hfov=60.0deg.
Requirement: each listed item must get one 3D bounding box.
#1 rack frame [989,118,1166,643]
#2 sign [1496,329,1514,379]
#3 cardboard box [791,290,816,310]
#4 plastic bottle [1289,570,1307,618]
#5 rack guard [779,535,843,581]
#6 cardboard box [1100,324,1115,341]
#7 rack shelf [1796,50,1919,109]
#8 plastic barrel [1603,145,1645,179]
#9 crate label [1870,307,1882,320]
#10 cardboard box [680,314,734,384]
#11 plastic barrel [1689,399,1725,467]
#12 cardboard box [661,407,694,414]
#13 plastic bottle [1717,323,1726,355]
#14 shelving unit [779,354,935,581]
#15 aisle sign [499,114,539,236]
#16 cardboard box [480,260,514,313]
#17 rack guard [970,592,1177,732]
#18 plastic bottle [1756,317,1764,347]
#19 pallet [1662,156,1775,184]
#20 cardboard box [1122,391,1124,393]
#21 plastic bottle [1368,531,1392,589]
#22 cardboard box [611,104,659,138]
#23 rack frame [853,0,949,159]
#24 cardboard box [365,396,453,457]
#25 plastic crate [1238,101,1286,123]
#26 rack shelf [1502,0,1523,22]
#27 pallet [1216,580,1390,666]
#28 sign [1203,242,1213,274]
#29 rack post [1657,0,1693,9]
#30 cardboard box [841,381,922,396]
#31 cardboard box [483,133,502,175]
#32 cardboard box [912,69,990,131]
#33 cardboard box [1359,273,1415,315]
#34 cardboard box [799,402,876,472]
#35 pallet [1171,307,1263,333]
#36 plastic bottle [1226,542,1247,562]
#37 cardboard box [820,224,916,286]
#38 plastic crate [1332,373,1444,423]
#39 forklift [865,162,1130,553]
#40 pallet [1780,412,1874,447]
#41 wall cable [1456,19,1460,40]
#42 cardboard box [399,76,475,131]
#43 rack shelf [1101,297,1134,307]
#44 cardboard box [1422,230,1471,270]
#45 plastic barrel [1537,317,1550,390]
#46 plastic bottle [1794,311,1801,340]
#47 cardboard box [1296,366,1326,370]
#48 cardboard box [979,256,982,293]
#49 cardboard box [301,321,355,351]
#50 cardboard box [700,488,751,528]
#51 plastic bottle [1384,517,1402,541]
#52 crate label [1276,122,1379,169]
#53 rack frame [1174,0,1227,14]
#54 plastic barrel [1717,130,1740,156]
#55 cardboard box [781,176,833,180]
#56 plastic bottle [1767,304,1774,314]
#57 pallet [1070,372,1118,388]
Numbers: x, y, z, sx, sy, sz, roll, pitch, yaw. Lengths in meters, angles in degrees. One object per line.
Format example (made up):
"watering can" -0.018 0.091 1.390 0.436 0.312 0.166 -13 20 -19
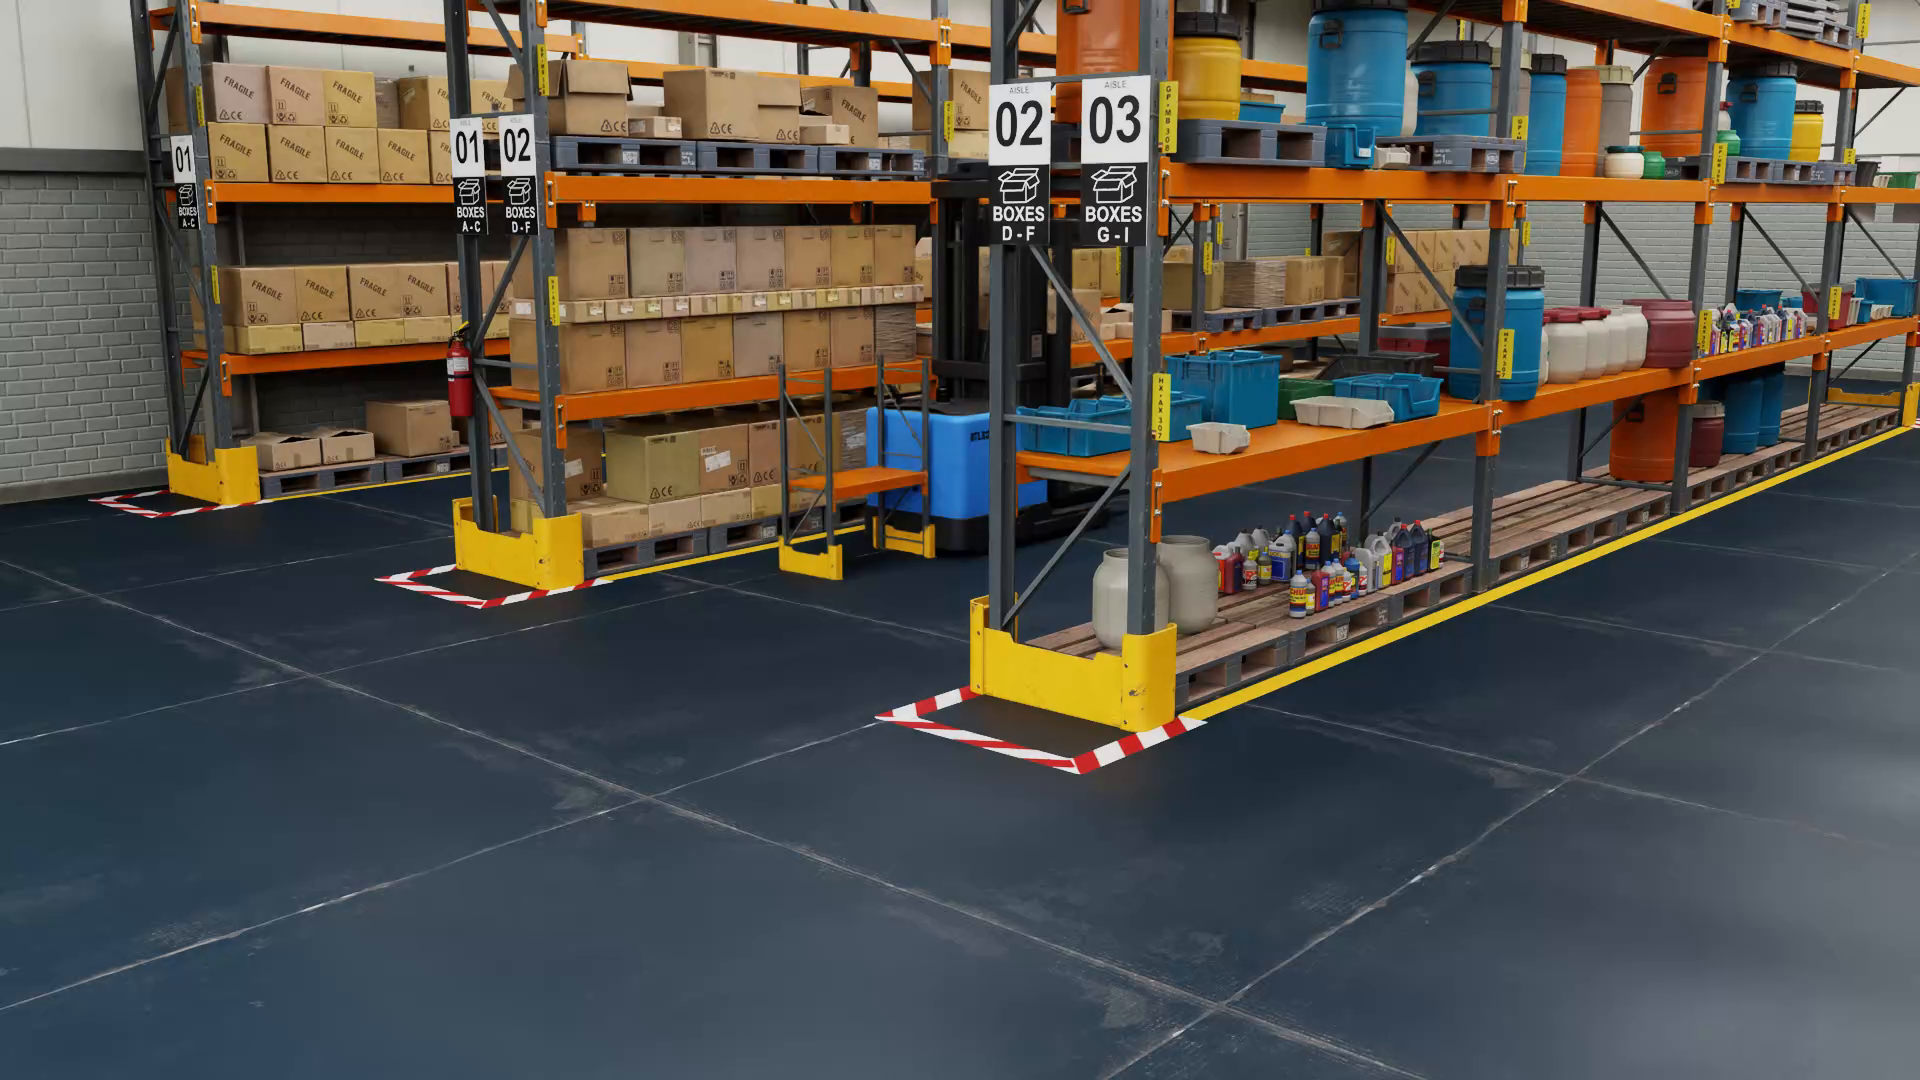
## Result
"rack frame" 0.567 -0.581 8.463 1.000 3.000 0.127 10 15 40
"sign" 3.613 -1.233 11.019 0.100 0.325 0.005 10 15 40
"cardboard box" -1.369 -1.924 13.272 0.380 0.149 0.250 10 15 42
"plastic bottle" 1.998 0.314 9.821 0.097 0.271 0.097 0 11 0
"rack guard" -1.076 0.124 11.950 0.587 0.250 0.087 9 15 40
"cardboard box" 1.330 -2.081 16.614 0.250 0.149 0.380 -11 16 -43
"rack shelf" 9.808 -5.034 18.298 1.077 0.370 4.000 10 15 40
"plastic barrel" 5.184 -2.944 12.988 0.301 0.262 0.301 0 11 0
"crate label" 10.359 -2.607 19.126 0.396 0.136 0.243 10 15 40
"cardboard box" -2.159 -1.489 12.750 0.700 0.500 0.500 10 15 41
"plastic barrel" 6.903 -1.022 15.755 0.600 0.588 0.708 10 15 40
"cardboard box" -3.458 -1.634 18.991 0.700 0.500 0.500 9 15 39
"plastic bottle" 6.804 -1.805 14.887 0.061 0.283 0.133 10 15 40
"shelving unit" -0.753 -0.563 12.199 0.587 1.500 1.083 9 15 40
"aisle sign" -2.965 -2.448 11.171 0.394 0.787 0.004 10 15 40
"cardboard box" -4.640 -2.571 16.842 0.500 0.500 0.500 10 15 40
"rack guard" 0.582 0.627 8.795 1.175 0.500 0.348 10 15 40
"plastic bottle" 7.536 -1.968 15.704 0.061 0.283 0.133 10 15 40
"pallet" 6.426 -3.237 14.581 1.003 0.211 1.213 10 15 40
"cardboard box" 1.969 -1.423 17.194 0.500 0.311 0.500 10 15 42
"plastic bottle" 2.659 0.121 10.586 0.144 0.351 0.185 10 15 40
"cardboard box" -2.589 -3.098 12.358 0.500 0.250 0.500 10 15 40
"rack frame" -0.511 -4.753 14.031 1.000 3.000 0.127 10 15 40
"cardboard box" -5.453 -1.128 16.458 0.700 0.500 0.500 9 14 37
"plastic crate" 1.599 -2.364 9.771 0.392 0.384 0.575 10 15 40
"rack shelf" 1.887 -3.269 9.459 1.077 0.370 4.000 10 15 40
"pallet" 1.927 0.471 10.312 1.003 0.211 1.213 10 15 40
"sign" 2.548 -2.896 17.095 0.100 0.325 0.005 10 15 40
"rack post" 4.443 -4.511 12.309 1.013 1.000 3.121 10 15 40
"cardboard box" -1.010 -2.282 21.396 0.750 0.750 0.750 10 15 40
"cardboard box" -4.726 -3.802 16.621 0.500 0.500 0.500 8 14 36
"cardboard box" -0.074 -3.868 14.654 0.500 0.500 0.500 10 15 41
"cardboard box" 5.311 -3.077 20.701 0.500 0.500 0.500 10 15 42
"cardboard box" -0.992 -0.868 13.930 0.500 0.500 0.500 10 15 40
"pallet" 2.524 -2.414 18.129 1.213 0.211 1.003 10 15 40
"plastic bottle" 1.728 0.158 10.594 0.152 0.276 0.135 9 15 39
"cardboard box" -0.799 -2.430 14.151 0.700 0.500 0.500 10 15 41
"plastic crate" 2.681 -0.899 10.433 0.499 0.251 0.616 10 15 40
"forklift" 0.593 -1.569 13.584 1.130 2.935 3.031 9 15 40
"pallet" 9.750 -1.273 19.046 1.003 0.211 1.213 10 15 40
"wall cable" 9.721 -8.548 28.068 3.097 2.526 0.112 10 15 40
"cardboard box" -5.052 -4.202 16.073 0.500 0.500 0.500 9 14 38
"rack shelf" 2.367 -3.569 25.260 1.077 0.370 4.000 10 15 40
"cardboard box" 6.312 -3.788 21.709 0.500 0.500 0.500 10 15 42
"plastic barrel" 4.004 -1.349 11.959 0.433 0.535 0.433 0 11 0
"plastic bottle" 8.352 -2.150 16.615 0.061 0.283 0.133 10 15 40
"cardboard box" 4.327 -1.796 19.806 0.500 0.500 0.500 10 15 41
"cardboard box" -0.062 -3.509 22.054 0.500 0.500 0.500 10 15 42
"cardboard box" -5.982 -1.907 15.435 0.500 0.250 0.500 9 15 39
"cardboard box" -1.973 -0.278 12.891 0.500 0.250 0.500 10 15 40
"plastic bottle" 2.890 0.027 11.059 0.144 0.351 0.185 10 15 40
"crate label" 2.051 -2.212 9.349 0.502 0.251 0.408 10 15 40
"rack frame" 3.687 -7.158 26.075 1.000 3.000 0.127 10 15 40
"plastic barrel" 6.720 -3.485 14.668 0.294 0.245 0.294 0 11 0
"cardboard box" -1.867 -4.335 19.777 0.500 0.311 0.500 10 15 40
"plastic bottle" 8.019 -2.164 16.512 0.144 0.351 0.185 10 15 40
"pallet" 1.607 -2.362 24.499 1.003 0.211 1.213 10 15 40
